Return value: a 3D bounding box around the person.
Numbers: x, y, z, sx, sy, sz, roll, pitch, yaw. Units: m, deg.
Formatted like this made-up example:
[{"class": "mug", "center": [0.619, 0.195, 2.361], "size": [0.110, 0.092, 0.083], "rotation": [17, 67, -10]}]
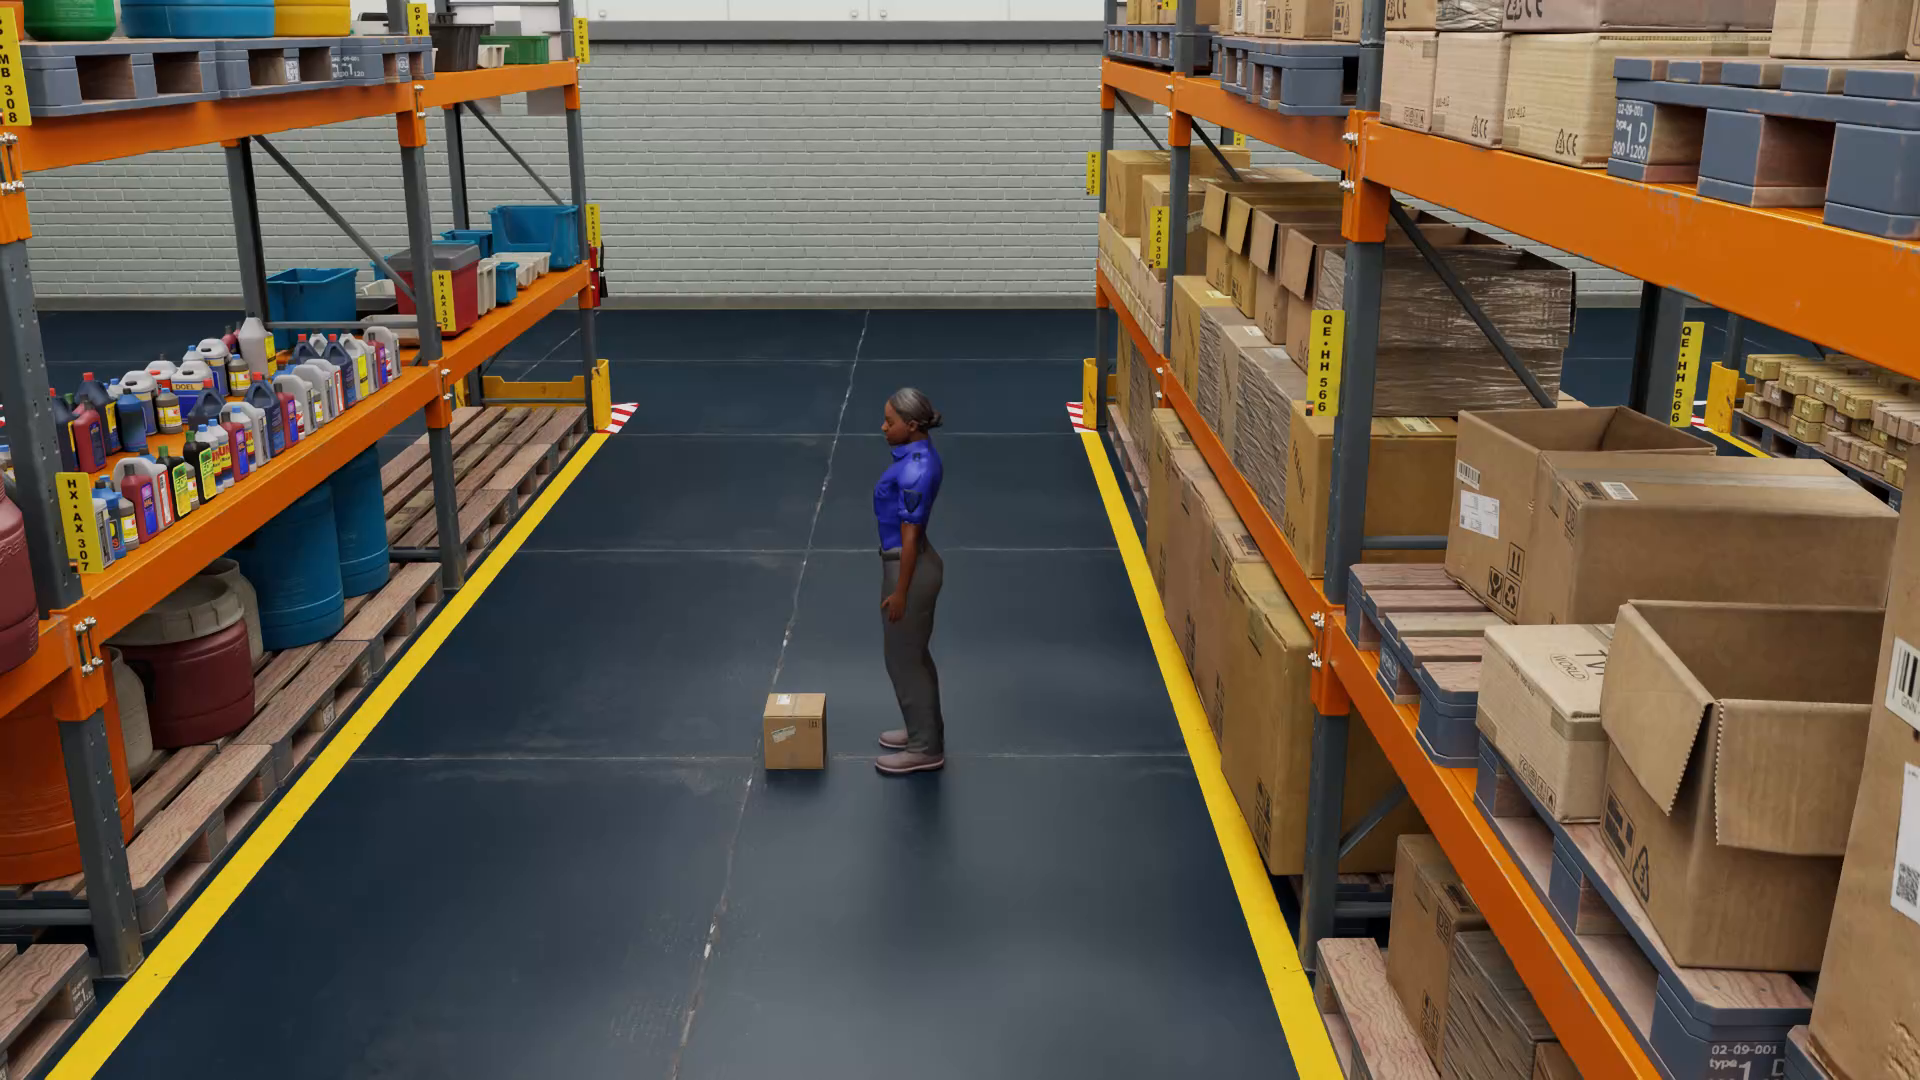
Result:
[{"class": "person", "center": [-0.216, 0.167, 7.025], "size": [0.299, 1.657, 0.437], "rotation": [0, 17, 1]}]
